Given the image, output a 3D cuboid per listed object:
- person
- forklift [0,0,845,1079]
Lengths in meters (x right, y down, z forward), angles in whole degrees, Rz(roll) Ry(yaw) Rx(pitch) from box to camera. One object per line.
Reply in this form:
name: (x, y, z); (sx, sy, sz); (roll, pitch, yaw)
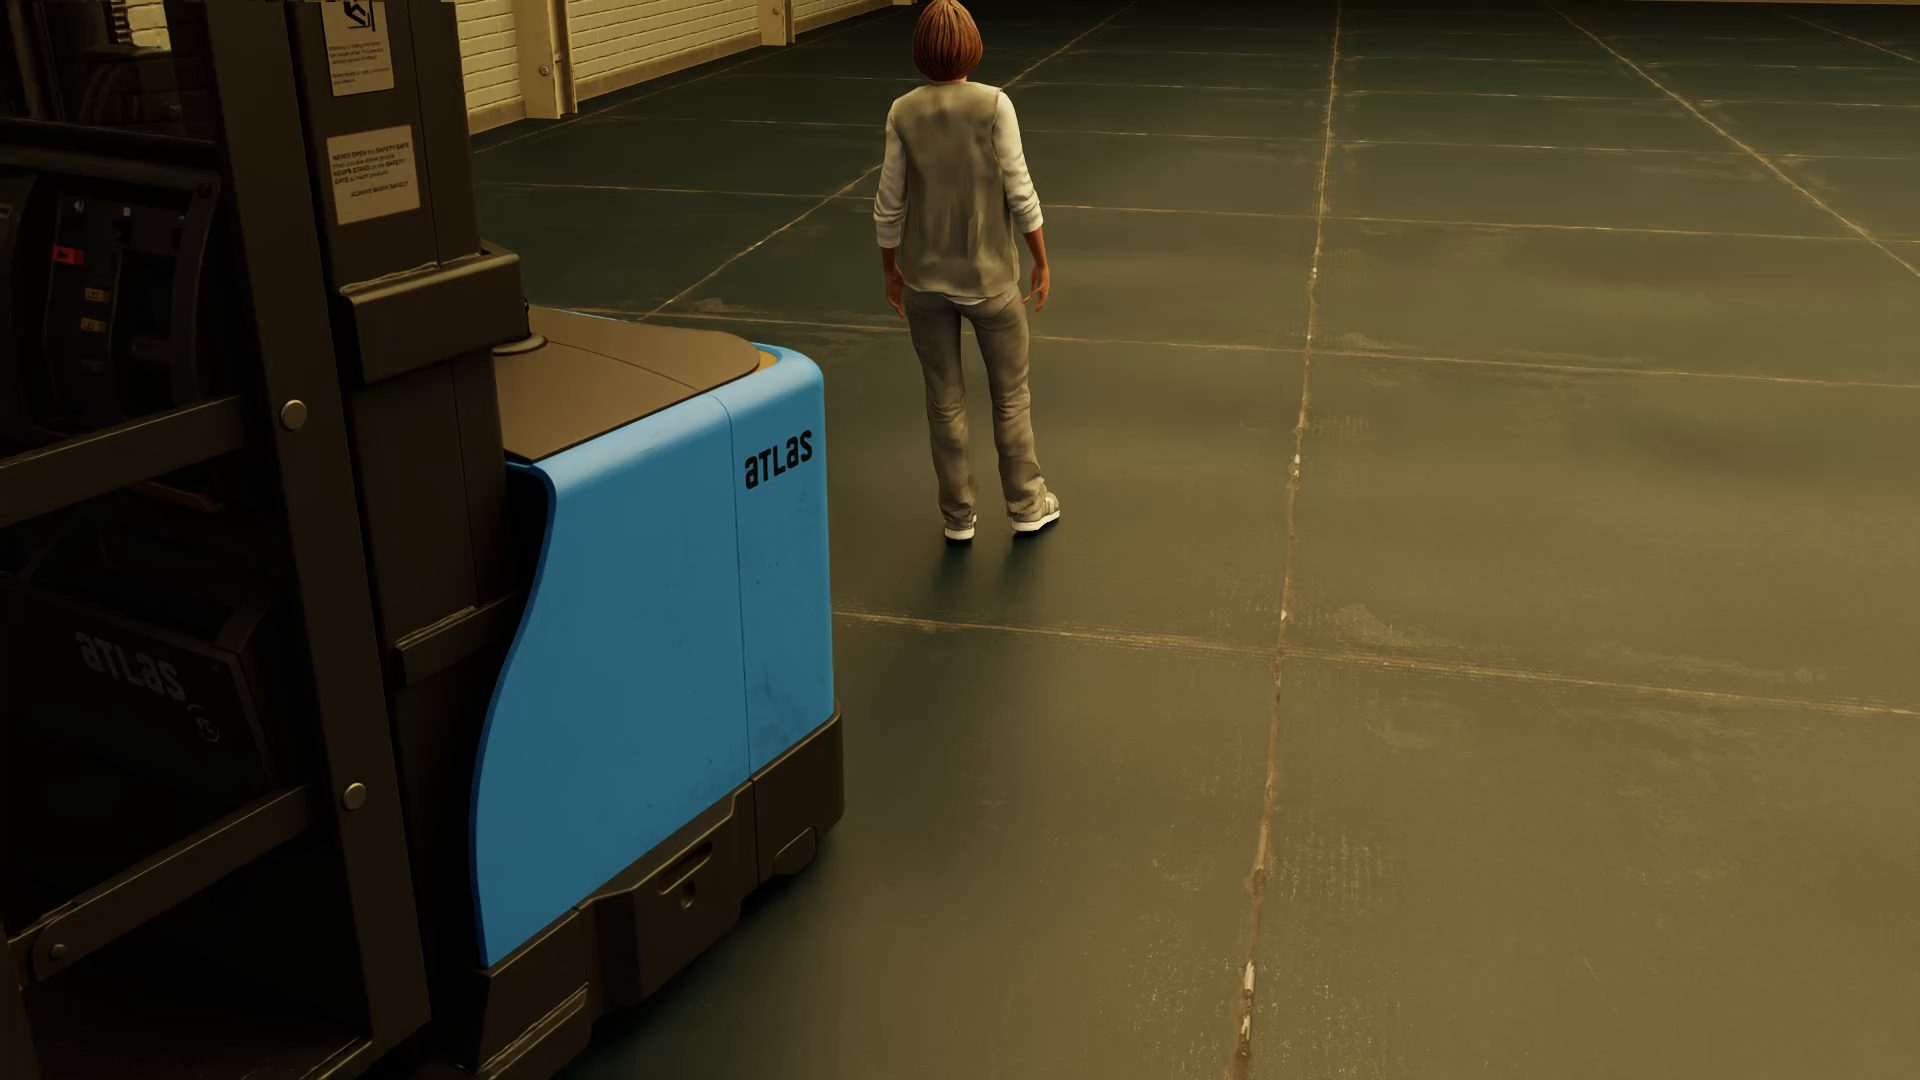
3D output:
person: (0.029, -0.772, 4.908); (0.521, 1.596, 0.475); (5, 23, 11)
forklift: (-1.421, -0.334, 2.087); (1.130, 2.935, 3.031); (12, 25, 28)
